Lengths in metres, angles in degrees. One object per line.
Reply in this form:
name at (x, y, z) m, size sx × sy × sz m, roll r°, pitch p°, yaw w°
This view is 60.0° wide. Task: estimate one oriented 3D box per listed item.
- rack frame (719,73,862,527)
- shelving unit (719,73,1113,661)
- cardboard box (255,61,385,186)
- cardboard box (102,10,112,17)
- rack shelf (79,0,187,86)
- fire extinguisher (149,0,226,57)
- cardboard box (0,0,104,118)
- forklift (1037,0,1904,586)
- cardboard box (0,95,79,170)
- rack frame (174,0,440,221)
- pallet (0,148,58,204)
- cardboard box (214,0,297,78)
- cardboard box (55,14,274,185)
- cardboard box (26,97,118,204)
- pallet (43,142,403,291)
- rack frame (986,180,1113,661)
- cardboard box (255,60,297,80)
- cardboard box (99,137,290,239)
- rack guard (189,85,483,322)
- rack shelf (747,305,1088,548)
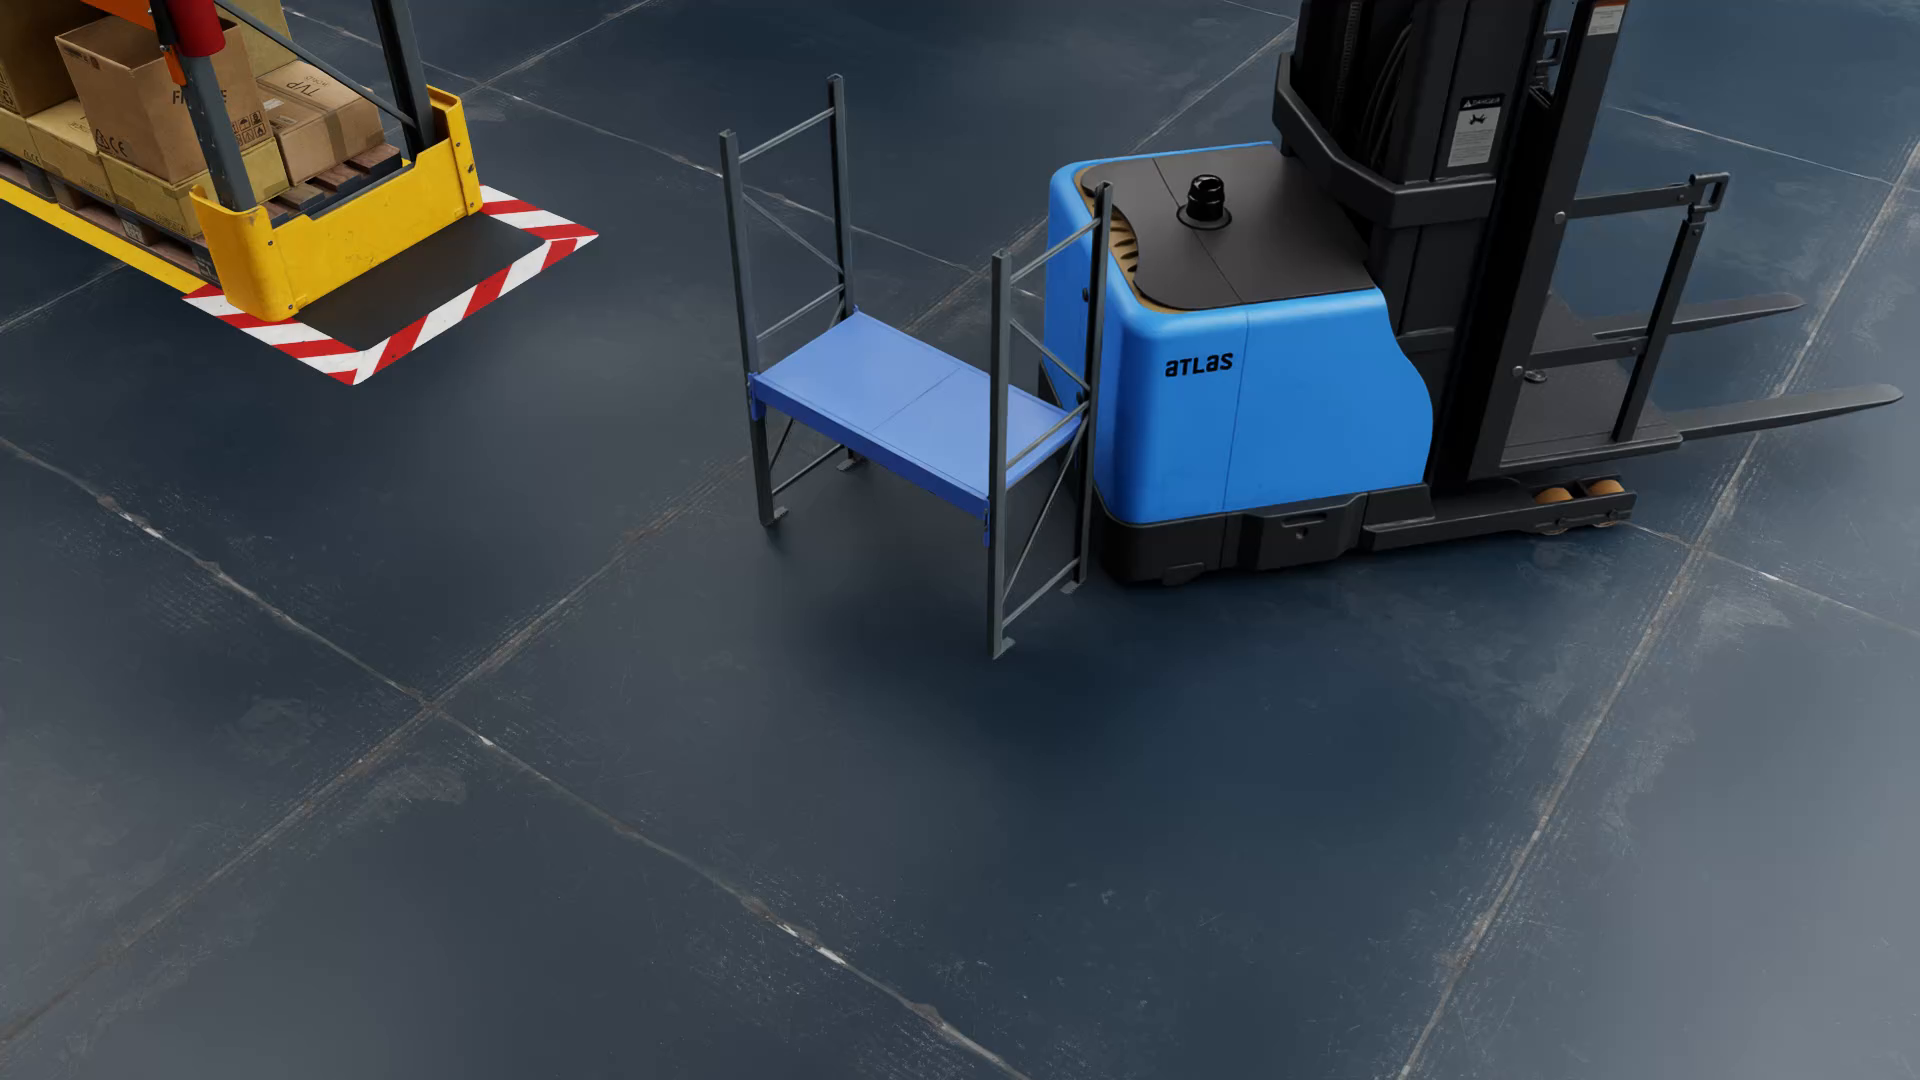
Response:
rack frame at (-0.529, -0.738, 5.450) m, size 0.032 × 1.500 × 0.500 m, roll 29°, pitch 49°, yaw 28°
shelving unit at (-0.137, -0.522, 5.209) m, size 1.048 × 1.500 × 0.538 m, roll 29°, pitch 49°, yaw 28°
cardboard box at (-2.909, -1.834, 7.297) m, size 0.500 × 0.250 × 0.500 m, roll 25°, pitch 48°, yaw 25°
cardboard box at (-3.736, -2.488, 7.466) m, size 0.500 × 0.500 × 0.500 m, roll 25°, pitch 48°, yaw 25°
rack shelf at (-4.235, -2.873, 7.251) m, size 4.000 × 0.370 × 1.077 m, roll 25°, pitch 48°, yaw 25°
fire extinguisher at (-2.768, -2.048, 5.847) m, size 0.183 × 0.674 × 0.296 m, roll 25°, pitch 48°, yaw 25°
cardboard box at (-4.035, -2.204, 7.149) m, size 0.500 × 0.500 × 0.500 m, roll 25°, pitch 48°, yaw 25°
forklift at (1.858, -1.446, 5.168) m, size 3.031 × 2.935 × 1.130 m, roll -8°, pitch 42°, yaw -9°
cardboard box at (-4.033, -1.927, 7.401) m, size 0.500 × 0.250 × 0.500 m, roll 25°, pitch 48°, yaw 25°
rack frame at (-2.598, -2.375, 6.155) m, size 0.127 × 3.000 × 1.000 m, roll 25°, pitch 48°, yaw 25°
pallet at (-4.242, -2.074, 7.909) m, size 1.213 × 0.211 × 1.003 m, roll 25°, pitch 48°, yaw 25°
cardboard box at (-3.319, -2.304, 7.260) m, size 0.500 × 0.500 × 0.500 m, roll 25°, pitch 48°, yaw 25°
cardboard box at (-3.208, -1.830, 6.730) m, size 0.500 × 0.500 × 0.500 m, roll 25°, pitch 48°, yaw 25°
cardboard box at (-3.623, -1.736, 7.188) m, size 0.500 × 0.250 × 0.500 m, roll 25°, pitch 48°, yaw 25°
pallet at (-3.248, -1.606, 7.387) m, size 1.213 × 0.211 × 1.003 m, roll 25°, pitch 48°, yaw 25°
rack frame at (0.254, -0.306, 4.967) m, size 0.032 × 1.500 × 0.500 m, roll 29°, pitch 49°, yaw 28°
cardboard box at (-3.320, -2.023, 7.509) m, size 0.500 × 0.250 × 0.500 m, roll 25°, pitch 48°, yaw 25°
cardboard box at (-3.206, -1.551, 6.981) m, size 0.500 × 0.250 × 0.500 m, roll 25°, pitch 48°, yaw 25°
rack guard at (-2.578, -1.435, 6.979) m, size 0.348 × 0.500 × 1.175 m, roll 25°, pitch 48°, yaw 25°
rack shelf at (-0.137, -0.388, 5.329) m, size 1.000 × 0.185 × 0.538 m, roll 29°, pitch 49°, yaw 28°
